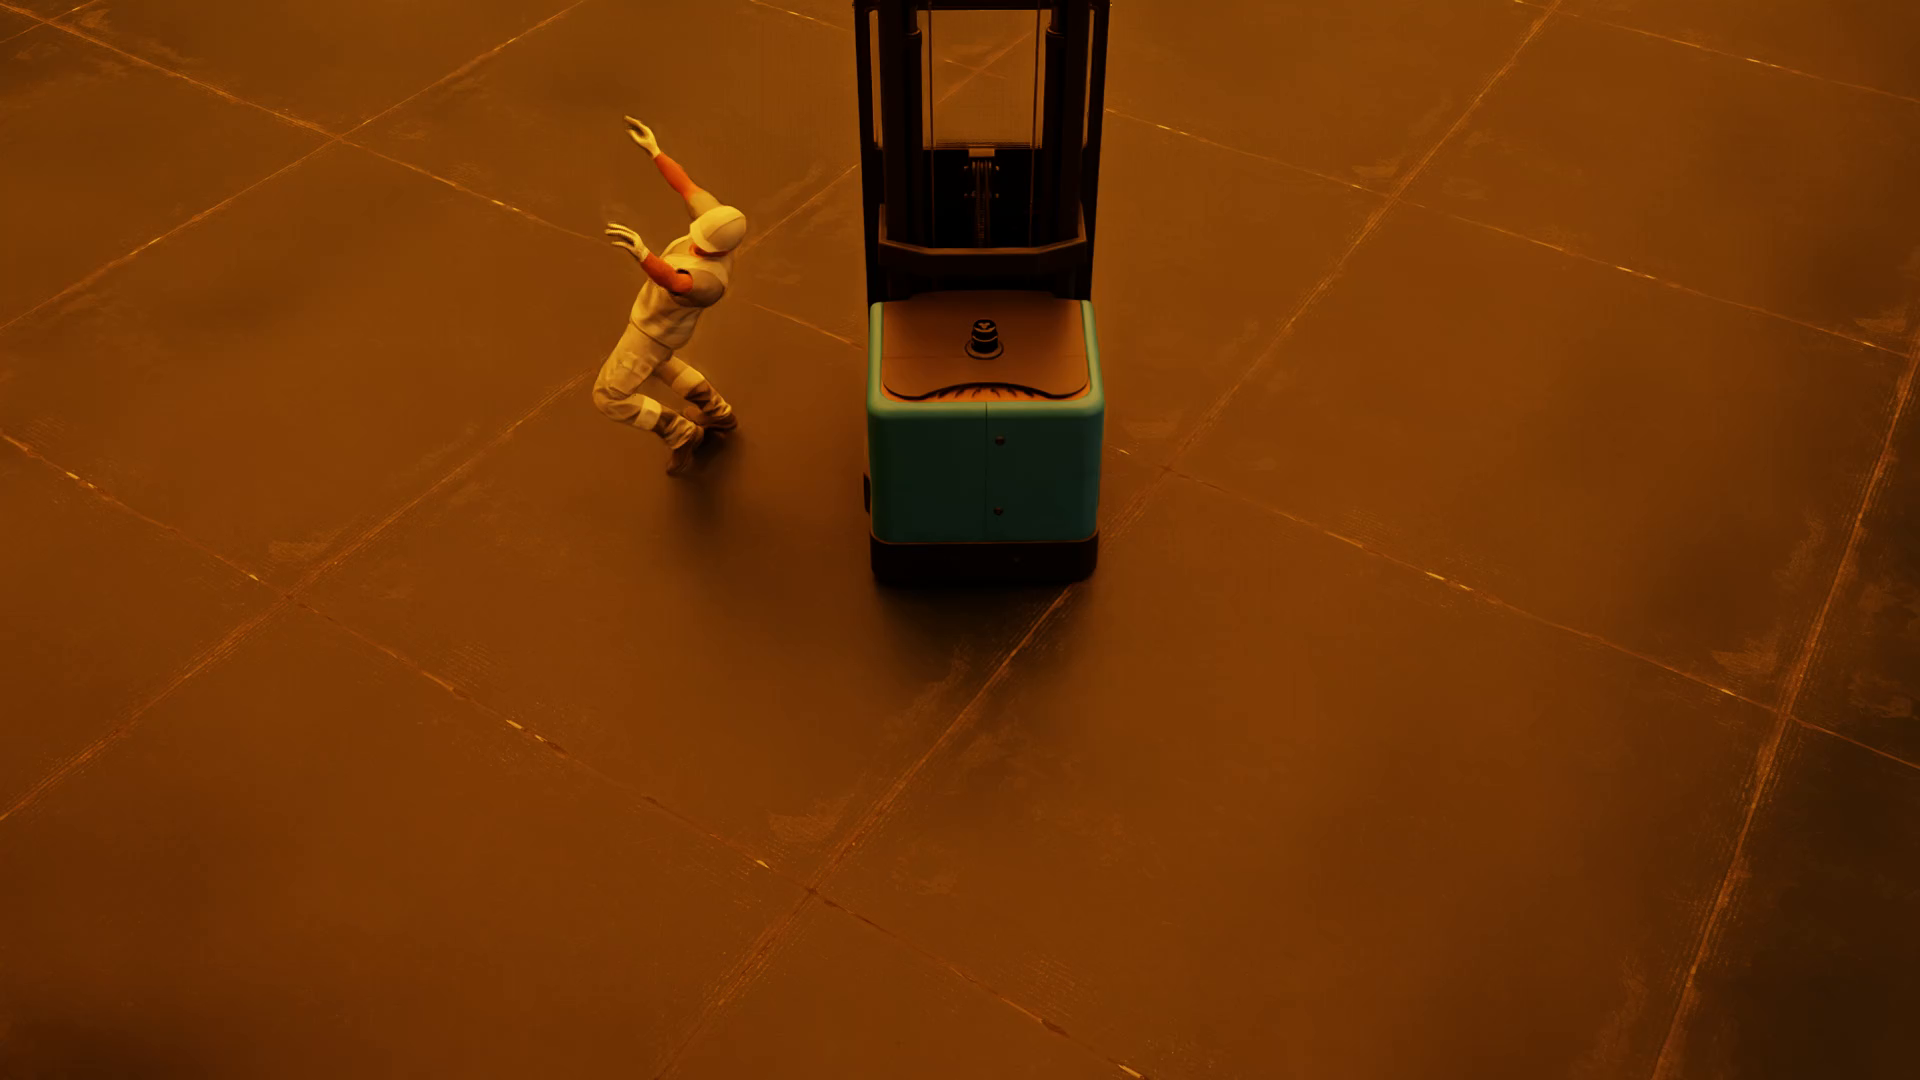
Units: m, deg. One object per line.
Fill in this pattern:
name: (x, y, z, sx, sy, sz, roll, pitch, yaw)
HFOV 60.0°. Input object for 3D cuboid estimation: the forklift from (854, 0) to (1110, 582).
forklift: (0.087, -1.865, 7.816, 1.130, 2.935, 3.031, -1, 43, -1)

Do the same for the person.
person: (-1.346, -1.032, 7.876, 0.772, 1.640, 0.987, 6, 44, 6)
